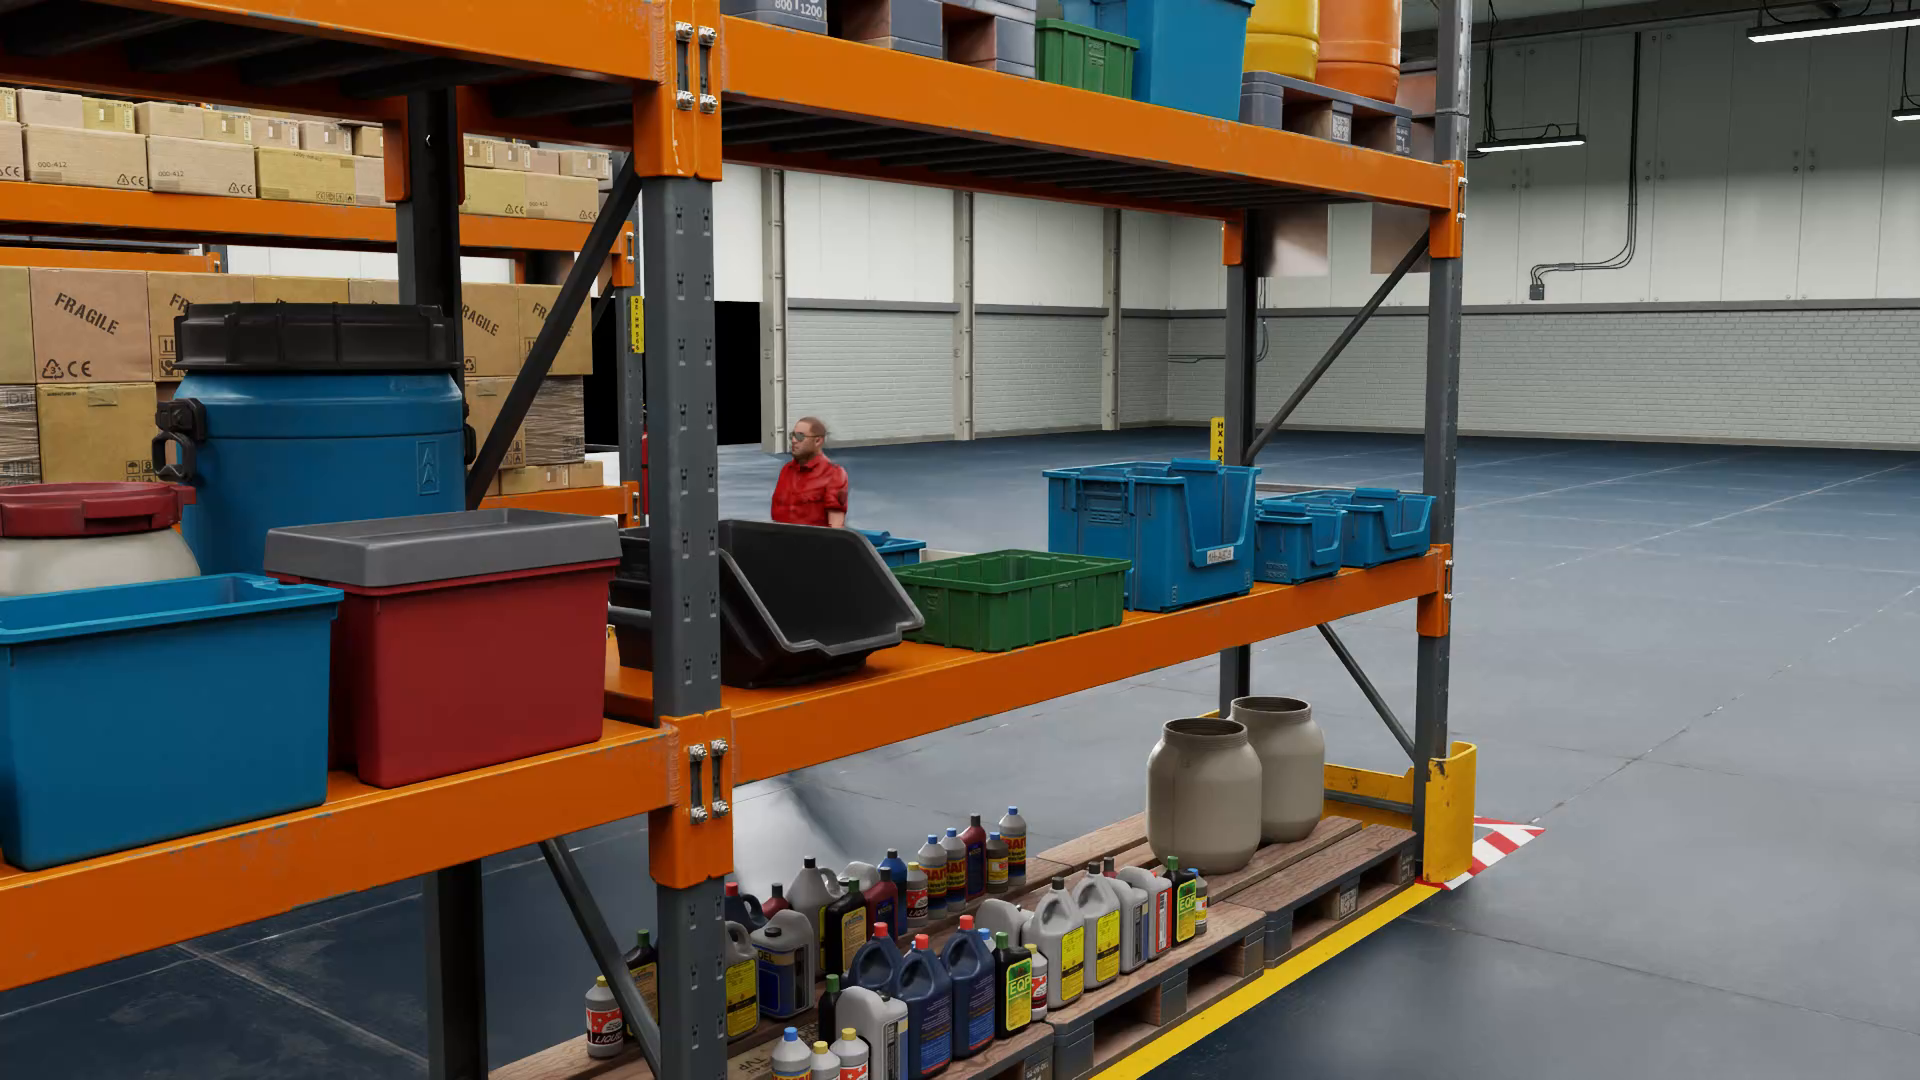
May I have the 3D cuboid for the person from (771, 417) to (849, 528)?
[{"bbox_3d":[-0.915,0.154,9.358,0.547,1.685,0.962,5,8,35],"label":"person"}]
